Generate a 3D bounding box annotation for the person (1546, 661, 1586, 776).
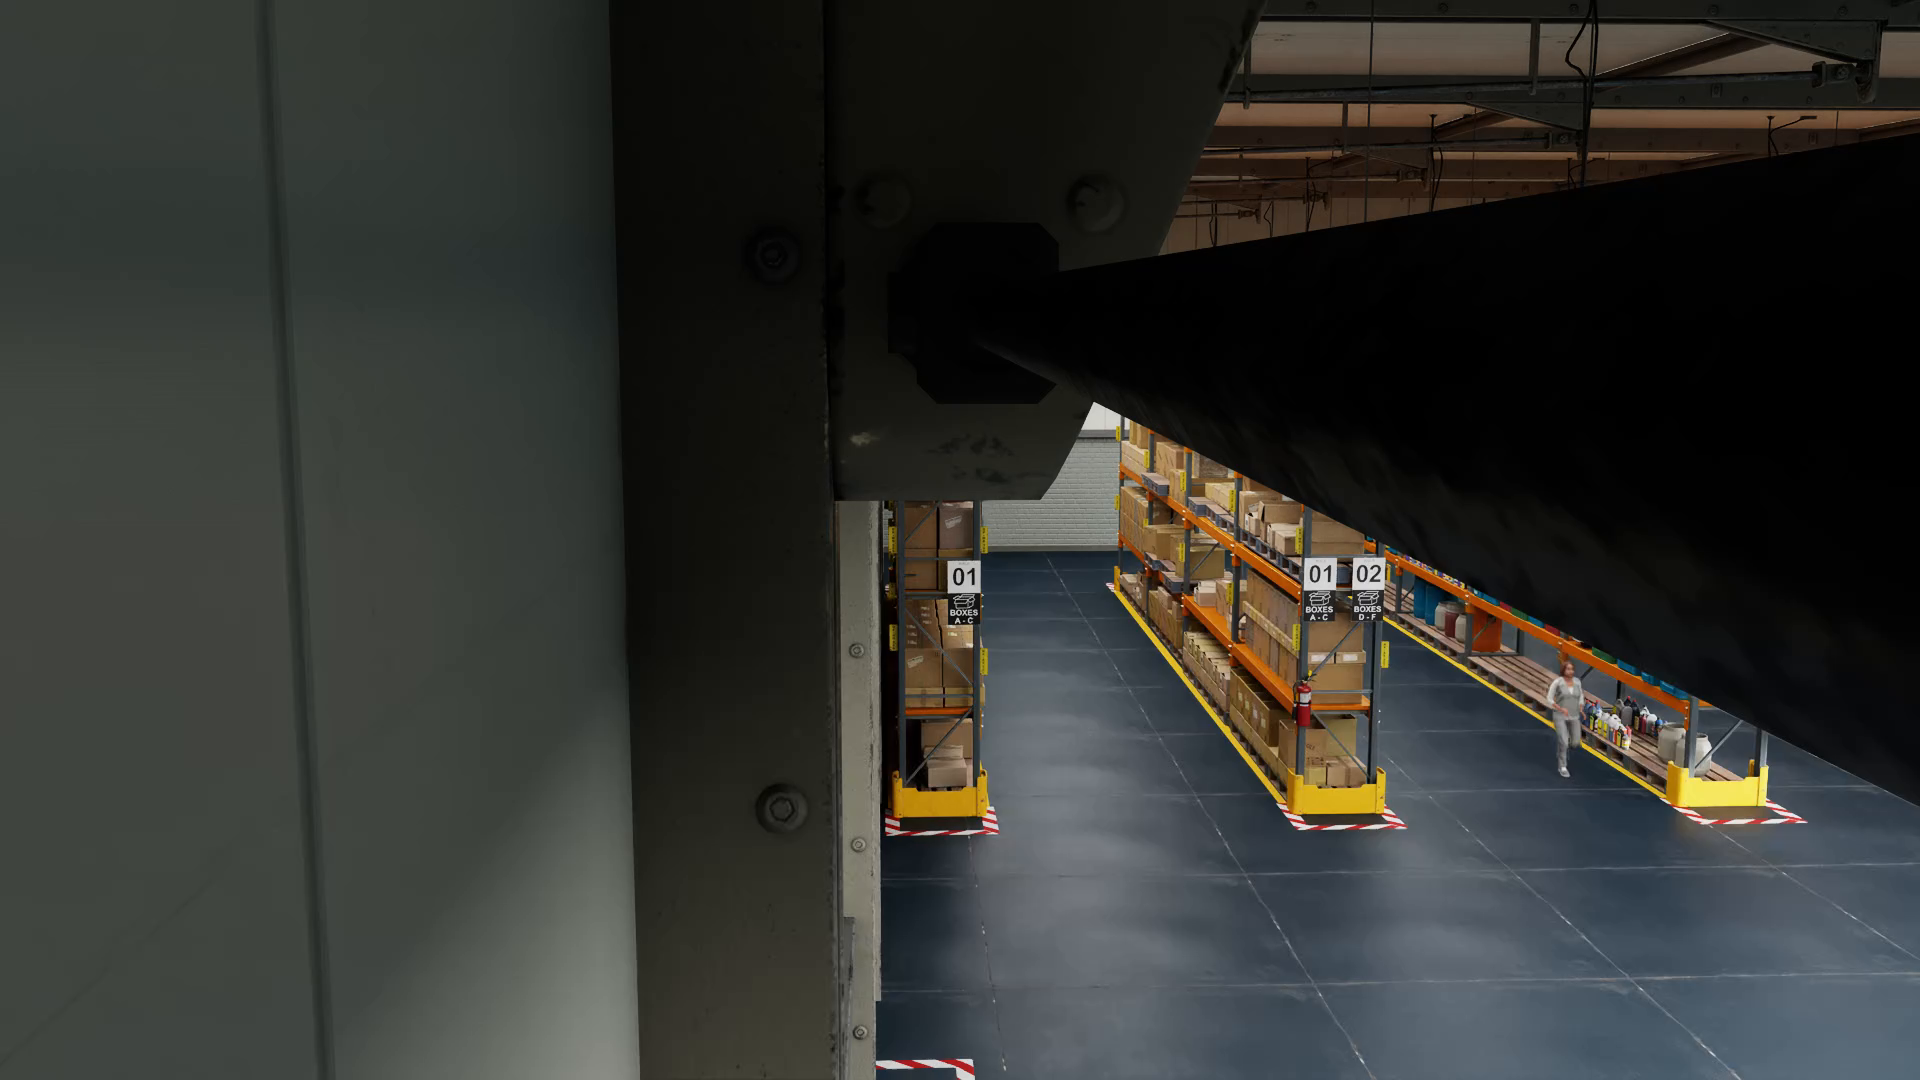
[{"bbox_3d":[8.111,2.385,22.257,0.539,1.554,0.546,0,8,-3],"label":"person"}]
